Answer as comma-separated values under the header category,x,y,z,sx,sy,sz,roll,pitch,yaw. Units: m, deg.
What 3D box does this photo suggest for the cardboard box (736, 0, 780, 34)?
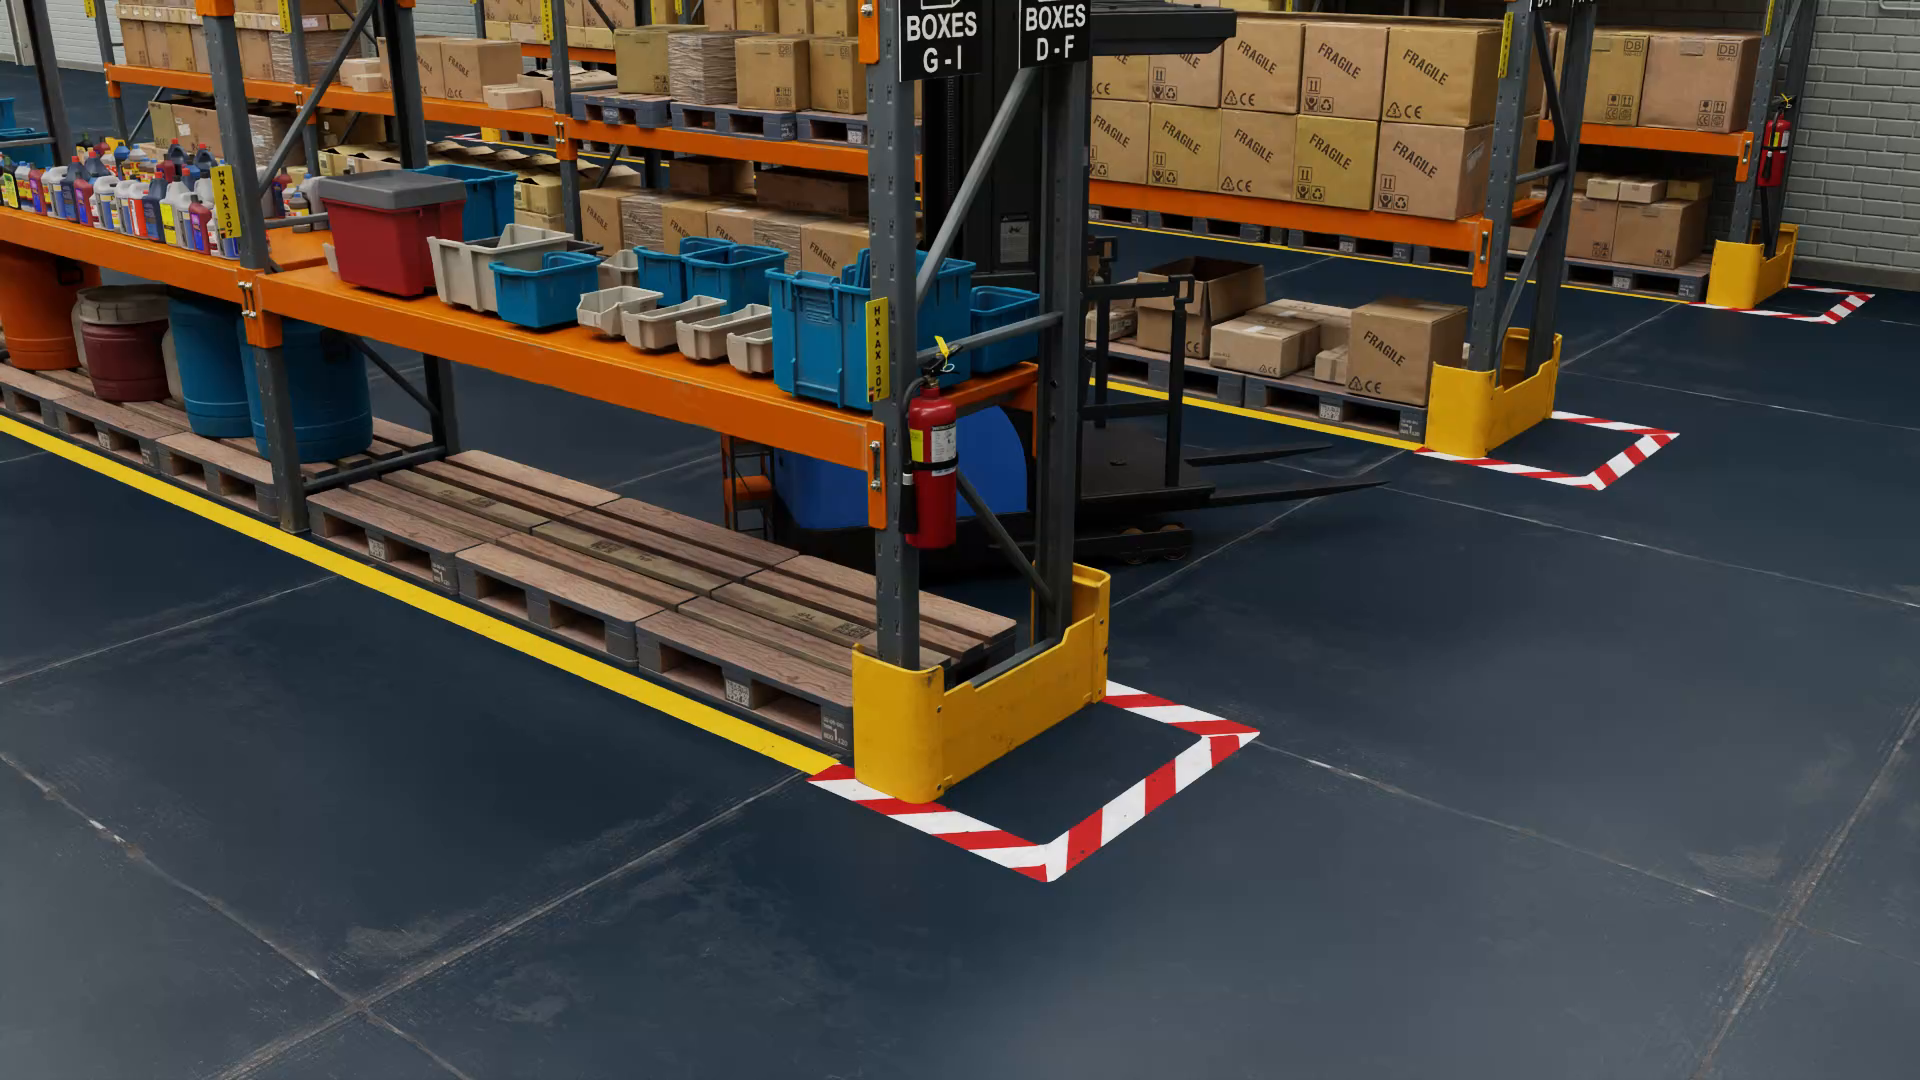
category,x,y,z,sx,sy,sz,roll,pitch,yaw
cardboard box,-2.157,-6.069,19.246,0.700,0.500,0.500,-19,28,-41

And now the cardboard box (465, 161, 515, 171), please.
category,x,y,z,sx,sy,sz,roll,pitch,yaw
cardboard box,-4.346,-3.268,15.090,0.500,0.311,0.500,16,26,36

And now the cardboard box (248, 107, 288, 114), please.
category,x,y,z,sx,sy,sz,roll,pitch,yaw
cardboard box,-7.355,-4.241,17.402,0.500,0.500,0.500,16,26,36

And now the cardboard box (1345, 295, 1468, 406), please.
category,x,y,z,sx,sy,sz,roll,pitch,yaw
cardboard box,2.632,-1.124,9.817,0.500,0.500,0.500,16,26,36

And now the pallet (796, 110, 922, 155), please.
category,x,y,z,sx,sy,sz,roll,pitch,yaw
pallet,-0.440,-3.045,12.263,1.213,0.211,1.003,16,26,36

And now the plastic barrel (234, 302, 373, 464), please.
category,x,y,z,sx,sy,sz,roll,pitch,yaw
plastic barrel,-3.435,-0.914,8.719,0.708,0.901,0.600,16,26,36

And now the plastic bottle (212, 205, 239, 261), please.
category,x,y,z,sx,sy,sz,roll,pitch,yaw
plastic bottle,-3.534,-1.515,8.109,0.135,0.276,0.152,16,26,36

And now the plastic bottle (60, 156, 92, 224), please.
category,x,y,z,sx,sy,sz,roll,pitch,yaw
plastic bottle,-4.797,-1.911,9.055,0.185,0.351,0.144,16,26,36

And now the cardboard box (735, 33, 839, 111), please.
category,x,y,z,sx,sy,sz,roll,pitch,yaw
cardboard box,-1.297,-3.547,12.586,0.500,0.500,0.700,9,23,23

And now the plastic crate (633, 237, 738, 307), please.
category,x,y,z,sx,sy,sz,roll,pitch,yaw
plastic crate,-1.161,-1.136,7.082,0.300,0.233,0.416,16,26,36

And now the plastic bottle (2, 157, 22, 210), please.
category,x,y,z,sx,sy,sz,roll,pitch,yaw
plastic bottle,-5.381,-2.029,9.463,0.133,0.283,0.061,16,26,36

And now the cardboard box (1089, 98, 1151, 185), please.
category,x,y,z,sx,sy,sz,roll,pitch,yaw
cardboard box,1.118,-2.559,10.562,0.500,0.500,0.500,16,26,36

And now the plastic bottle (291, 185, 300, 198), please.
category,x,y,z,sx,sy,sz,roll,pitch,yaw
plastic bottle,-3.574,-1.824,9.036,0.097,0.201,0.097,0,21,0

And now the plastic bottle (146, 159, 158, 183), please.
category,x,y,z,sx,sy,sz,roll,pitch,yaw
plastic bottle,-4.831,-2.186,9.996,0.097,0.201,0.097,0,21,0

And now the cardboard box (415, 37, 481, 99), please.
category,x,y,z,sx,sy,sz,roll,pitch,yaw
cardboard box,-4.707,-4.353,15.318,0.500,0.500,0.500,16,26,36

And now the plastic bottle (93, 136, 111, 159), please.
category,x,y,z,sx,sy,sz,roll,pitch,yaw
plastic bottle,-5.362,-2.386,10.409,0.133,0.283,0.061,16,26,36

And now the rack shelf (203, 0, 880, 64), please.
category,x,y,z,sx,sy,sz,roll,pitch,yaw
rack shelf,-1.475,-2.194,6.503,4.000,0.370,1.077,16,26,36

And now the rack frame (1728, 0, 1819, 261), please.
category,x,y,z,sx,sy,sz,roll,pitch,yaw
rack frame,6.338,-3.389,12.903,0.127,3.000,1.000,16,26,36

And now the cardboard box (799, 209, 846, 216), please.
category,x,y,z,sx,sy,sz,roll,pitch,yaw
cardboard box,-0.913,-2.367,13.112,0.500,0.500,0.500,16,26,37

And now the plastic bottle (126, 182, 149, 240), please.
category,x,y,z,sx,sy,sz,roll,pitch,yaw
plastic bottle,-4.208,-1.709,8.624,0.135,0.276,0.152,16,26,36

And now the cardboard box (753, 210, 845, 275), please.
category,x,y,z,sx,sy,sz,roll,pitch,yaw
cardboard box,-1.219,-2.219,12.720,0.500,0.500,0.500,16,26,37

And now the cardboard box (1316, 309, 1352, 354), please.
category,x,y,z,sx,sy,sz,roll,pitch,yaw
cardboard box,2.580,-1.264,10.541,0.500,0.250,0.500,16,26,36

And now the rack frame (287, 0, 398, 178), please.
category,x,y,z,sx,sy,sz,roll,pitch,yaw
rack frame,-6.088,-4.711,16.410,0.127,3.000,1.000,16,26,36

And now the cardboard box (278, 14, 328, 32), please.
category,x,y,z,sx,sy,sz,roll,pitch,yaw
cardboard box,-6.434,-5.063,16.283,0.250,0.149,0.380,16,26,36

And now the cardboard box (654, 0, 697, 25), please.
category,x,y,z,sx,sy,sz,roll,pitch,yaw
cardboard box,-3.520,-6.377,19.949,0.500,0.500,0.500,16,26,36

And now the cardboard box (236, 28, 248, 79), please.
category,x,y,z,sx,sy,sz,roll,pitch,yaw
cardboard box,-7.234,-5.084,17.257,0.500,0.500,0.700,17,26,37

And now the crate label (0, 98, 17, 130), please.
category,x,y,z,sx,sy,sz,roll,pitch,yaw
crate label,-6.722,-2.778,11.233,0.616,0.435,0.502,16,26,36

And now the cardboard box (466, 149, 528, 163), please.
category,x,y,z,sx,sy,sz,roll,pitch,yaw
cardboard box,-4.413,-3.532,15.790,0.500,0.311,0.500,16,26,36

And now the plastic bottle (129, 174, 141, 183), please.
category,x,y,z,sx,sy,sz,roll,pitch,yaw
plastic bottle,-4.428,-1.826,8.943,0.097,0.271,0.097,0,21,0

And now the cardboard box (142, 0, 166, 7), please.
category,x,y,z,sx,sy,sz,roll,pitch,yaw
cardboard box,-8.381,-6.022,17.906,0.500,0.500,0.700,15,25,35

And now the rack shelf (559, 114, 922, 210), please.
category,x,y,z,sx,sy,sz,roll,pitch,yaw
rack shelf,-1.439,-3.036,12.987,4.000,0.370,1.077,16,26,36

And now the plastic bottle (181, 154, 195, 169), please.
category,x,y,z,sx,sy,sz,roll,pitch,yaw
plastic bottle,-4.447,-2.095,9.637,0.133,0.283,0.061,16,26,36

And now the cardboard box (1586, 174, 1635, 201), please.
category,x,y,z,sx,sy,sz,roll,pitch,yaw
cardboard box,5.320,-2.884,13.592,0.250,0.149,0.380,17,26,38

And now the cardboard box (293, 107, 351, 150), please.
category,x,y,z,sx,sy,sz,roll,pitch,yaw
cardboard box,-6.641,-4.270,17.480,0.500,0.500,0.500,16,26,36

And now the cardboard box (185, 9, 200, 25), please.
category,x,y,z,sx,sy,sz,roll,pitch,yaw
cardboard box,-7.828,-5.464,17.346,0.250,0.149,0.380,16,26,37

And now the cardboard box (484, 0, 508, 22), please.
category,x,y,z,sx,sy,sz,roll,pitch,yaw
cardboard box,-5.877,-7.060,21.760,0.500,0.500,0.500,16,26,36

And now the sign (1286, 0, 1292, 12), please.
category,x,y,z,sx,sy,sz,roll,pitch,yaw
sign,2.904,-4.635,14.681,0.005,0.325,0.100,16,26,36

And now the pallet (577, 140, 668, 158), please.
category,x,y,z,sx,sy,sz,roll,pitch,yaw
pallet,-4.450,-5.174,21.588,1.213,0.211,1.003,16,26,36

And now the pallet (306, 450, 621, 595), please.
category,x,y,z,sx,sy,sz,roll,pitch,yaw
pallet,-2.430,-0.115,8.174,1.213,0.211,1.003,16,26,36

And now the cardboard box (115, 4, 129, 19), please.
category,x,y,z,sx,sy,sz,roll,pitch,yaw
cardboard box,-9.019,-5.807,18.256,0.250,0.149,0.380,16,26,36

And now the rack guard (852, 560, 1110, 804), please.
category,x,y,z,sx,sy,sz,roll,pitch,yaw
rack guard,0.101,0.491,6.158,0.348,0.500,1.175,16,26,36

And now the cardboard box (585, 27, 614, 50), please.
category,x,y,z,sx,sy,sz,roll,pitch,yaw
cardboard box,-4.297,-6.249,20.674,0.500,0.250,0.500,16,26,36

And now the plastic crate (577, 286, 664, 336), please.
category,x,y,z,sx,sy,sz,roll,pitch,yaw
plastic crate,-1.360,-0.903,6.600,0.250,0.136,0.298,16,26,36

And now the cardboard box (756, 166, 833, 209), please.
category,x,y,z,sx,sy,sz,roll,pitch,yaw
cardboard box,-1.274,-2.823,13.259,0.500,0.250,0.500,15,26,35

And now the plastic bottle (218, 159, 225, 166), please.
category,x,y,z,sx,sy,sz,roll,pitch,yaw
plastic bottle,-4.187,-2.034,9.492,0.097,0.271,0.097,0,21,0

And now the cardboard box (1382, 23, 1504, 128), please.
category,x,y,z,sx,sy,sz,roll,pitch,yaw
cardboard box,2.690,-2.573,9.180,0.500,0.500,0.500,16,26,36

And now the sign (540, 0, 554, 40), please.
category,x,y,z,sx,sy,sz,roll,pitch,yaw
sign,-3.337,-4.208,13.435,0.005,0.325,0.100,16,26,36

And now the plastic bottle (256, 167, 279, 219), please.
category,x,y,z,sx,sy,sz,roll,pitch,yaw
plastic bottle,-3.860,-1.929,9.208,0.135,0.276,0.152,16,26,36

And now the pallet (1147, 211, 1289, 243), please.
category,x,y,z,sx,sy,sz,roll,pitch,yaw
pallet,2.594,-3.128,16.164,1.213,0.211,1.003,16,26,36

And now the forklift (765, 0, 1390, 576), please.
category,x,y,z,sx,sy,sz,roll,pitch,yaw
forklift,0.608,-1.430,7.807,3.031,2.935,1.130,-6,21,-14

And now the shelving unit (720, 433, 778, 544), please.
category,x,y,z,sx,sy,sz,roll,pitch,yaw
shelving unit,-1.000,-0.429,7.818,0.215,1.050,0.252,-6,22,-16

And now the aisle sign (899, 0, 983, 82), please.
category,x,y,z,sx,sy,sz,roll,pitch,yaw
aisle sign,-0.055,-1.801,5.008,0.004,0.787,0.394,16,26,36

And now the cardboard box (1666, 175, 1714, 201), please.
category,x,y,z,sx,sy,sz,roll,pitch,yaw
cardboard box,5.956,-2.875,13.569,0.250,0.149,0.380,16,26,37

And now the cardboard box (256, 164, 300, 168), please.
category,x,y,z,sx,sy,sz,roll,pitch,yaw
cardboard box,-6.966,-3.779,17.240,0.500,0.250,0.500,16,26,36

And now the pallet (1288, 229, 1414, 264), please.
category,x,y,z,sx,sy,sz,roll,pitch,yaw
pallet,3.779,-2.785,15.255,1.213,0.211,1.003,16,26,36
